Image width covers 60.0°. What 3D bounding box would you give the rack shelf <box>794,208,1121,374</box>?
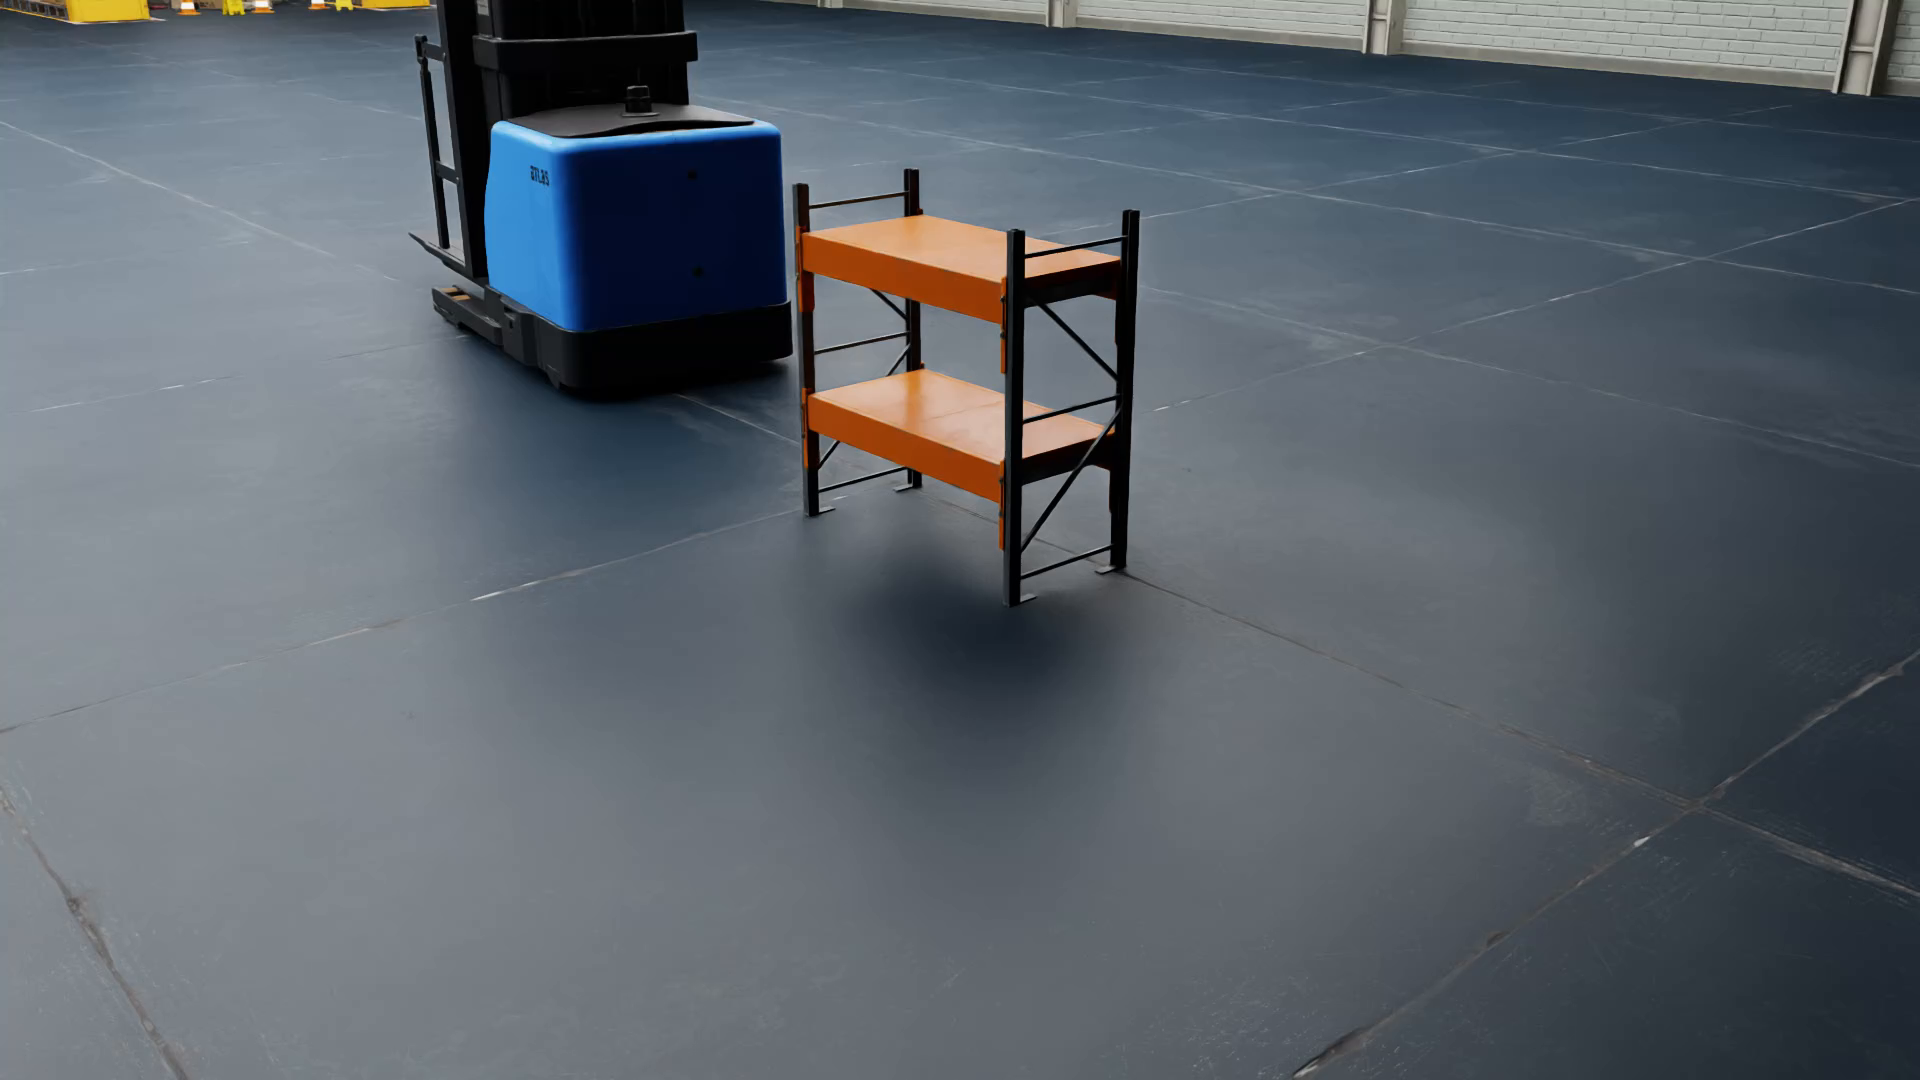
[{"bbox_3d":[-0.004,-0.798,5.177,0.538,0.278,1.000,-17,27,-37],"label":"rack shelf"}]

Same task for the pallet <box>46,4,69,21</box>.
[{"bbox_3d":[-14.507,-8.819,27.712,1.003,0.211,1.213,-17,27,-37],"label":"pallet"}]

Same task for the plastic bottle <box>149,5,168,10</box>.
[{"bbox_3d":[-14.284,-9.494,29.639,0.133,0.061,0.283,12,24,27],"label":"plastic bottle"}]

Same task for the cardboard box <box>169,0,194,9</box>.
[{"bbox_3d":[-14.020,-9.711,29.914,0.396,0.266,0.258,-12,25,-28],"label":"cardboard box"}]

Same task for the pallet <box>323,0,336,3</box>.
[{"bbox_3d":[-11.587,-10.414,31.784,1.003,0.211,1.213,-17,27,-37],"label":"pallet"}]

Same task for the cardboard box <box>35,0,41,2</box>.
[{"bbox_3d":[-15.588,-9.788,28.700,0.875,0.875,0.875,-17,27,-37],"label":"cardboard box"}]

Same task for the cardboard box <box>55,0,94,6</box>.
[{"bbox_3d":[-14.419,-9.293,27.436,0.875,0.875,0.875,-17,27,-37],"label":"cardboard box"}]

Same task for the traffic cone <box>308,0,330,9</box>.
[{"bbox_3d":[-11.500,-9.752,29.749,0.336,0.463,0.334,-17,27,-37],"label":"traffic cone"}]

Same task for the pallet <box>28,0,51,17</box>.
[{"bbox_3d":[-15.300,-9.156,28.572,1.003,0.211,1.213,-17,27,-37],"label":"pallet"}]

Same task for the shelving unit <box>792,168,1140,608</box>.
[{"bbox_3d":[-0.004,-0.526,5.284,0.538,1.125,1.048,-17,27,-37],"label":"shelving unit"}]

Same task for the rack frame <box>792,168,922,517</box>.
[{"bbox_3d":[-0.336,-0.666,5.642,0.500,1.125,0.032,-17,27,-37],"label":"rack frame"}]

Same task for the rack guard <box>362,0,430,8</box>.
[{"bbox_3d":[-10.292,-9.979,30.276,1.175,0.500,0.348,-17,27,-37],"label":"rack guard"}]

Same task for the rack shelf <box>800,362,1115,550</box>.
[{"bbox_3d":[-0.004,-0.298,5.373,0.538,0.278,1.000,-17,27,-37],"label":"rack shelf"}]

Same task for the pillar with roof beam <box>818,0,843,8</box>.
[{"bbox_3d":[-5.601,-12.822,25.882,9.100,9.000,0.400,-17,27,-37],"label":"pillar with roof beam"}]

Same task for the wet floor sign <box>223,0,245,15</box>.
[{"bbox_3d":[-12.407,-9.283,28.299,0.232,0.644,0.267,17,27,36],"label":"wet floor sign"}]

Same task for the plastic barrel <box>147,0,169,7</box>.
[{"bbox_3d":[-14.635,-9.873,30.110,0.512,0.421,0.421,0,21,-1],"label":"plastic barrel"}]

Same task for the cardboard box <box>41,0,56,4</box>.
[{"bbox_3d":[-14.995,-9.536,28.055,0.875,0.875,0.875,-18,28,-38],"label":"cardboard box"}]

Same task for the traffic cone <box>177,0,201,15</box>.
[{"bbox_3d":[-13.197,-9.219,28.387,0.336,0.463,0.334,-17,27,-37],"label":"traffic cone"}]

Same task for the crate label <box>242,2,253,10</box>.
[{"bbox_3d":[-12.679,-9.445,29.410,0.298,0.136,0.250,7,23,18],"label":"crate label"}]

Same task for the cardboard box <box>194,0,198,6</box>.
[{"bbox_3d":[-13.923,-10.162,30.552,0.797,0.637,0.503,-17,27,-37],"label":"cardboard box"}]

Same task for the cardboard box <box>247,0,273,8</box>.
[{"bbox_3d":[-12.628,-9.675,29.983,0.380,0.149,0.250,-4,22,-10],"label":"cardboard box"}]

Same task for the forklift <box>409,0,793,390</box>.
[{"bbox_3d":[-1.965,-2.478,7.792,1.130,2.935,3.031,-13,25,-30],"label":"forklift"}]

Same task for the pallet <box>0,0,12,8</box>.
[{"bbox_3d":[-17.098,-9.917,30.515,1.003,0.211,1.213,-17,27,-37],"label":"pallet"}]

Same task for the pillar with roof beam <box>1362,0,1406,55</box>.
[{"bbox_3d":[2.232,-9.507,17.417,9.100,9.000,0.400,-17,27,-37],"label":"pillar with roof beam"}]

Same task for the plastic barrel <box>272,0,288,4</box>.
[{"bbox_3d":[-12.737,-10.132,30.773,0.512,0.421,0.421,0,21,-1],"label":"plastic barrel"}]

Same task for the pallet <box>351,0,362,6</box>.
[{"bbox_3d":[-10.795,-10.077,30.923,1.003,0.211,1.213,-17,27,-37],"label":"pallet"}]

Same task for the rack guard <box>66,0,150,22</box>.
[{"bbox_3d":[-13.911,-8.745,27.126,1.175,0.500,0.348,-17,27,-37],"label":"rack guard"}]

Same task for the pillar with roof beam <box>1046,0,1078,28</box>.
[{"bbox_3d":[-1.684,-11.165,21.650,9.100,9.000,0.400,-17,27,-37],"label":"pillar with roof beam"}]

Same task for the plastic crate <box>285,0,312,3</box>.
[{"bbox_3d":[-12.450,-10.238,31.515,0.583,0.080,0.402,12,24,27],"label":"plastic crate"}]

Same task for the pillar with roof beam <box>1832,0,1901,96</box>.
[{"bbox_3d":[6.149,-7.849,13.185,9.100,9.000,0.400,-17,27,-37],"label":"pillar with roof beam"}]

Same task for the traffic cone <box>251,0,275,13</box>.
[{"bbox_3d":[-12.119,-9.394,28.834,0.336,0.463,0.334,-17,27,-37],"label":"traffic cone"}]

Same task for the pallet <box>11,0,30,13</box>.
[{"bbox_3d":[-16.100,-9.493,29.433,1.003,0.211,1.213,-17,27,-37],"label":"pallet"}]

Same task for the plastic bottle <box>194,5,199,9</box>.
[{"bbox_3d":[-13.713,-9.497,29.648,0.283,0.061,0.133,12,24,27],"label":"plastic bottle"}]

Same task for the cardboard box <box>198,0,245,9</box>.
[{"bbox_3d":[-13.307,-9.842,29.922,0.637,0.503,0.797,3,22,9],"label":"cardboard box"}]

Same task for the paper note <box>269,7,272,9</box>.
[{"bbox_3d":[-12.367,-9.527,29.765,0.142,0.019,0.148,12,24,27],"label":"paper note"}]

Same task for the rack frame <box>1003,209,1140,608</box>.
[{"bbox_3d":[0.327,-0.385,4.925,0.500,1.125,0.032,-17,27,-37],"label":"rack frame"}]

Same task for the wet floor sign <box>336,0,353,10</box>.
[{"bbox_3d":[-10.929,-9.718,29.412,0.267,0.644,0.232,-8,23,-19],"label":"wet floor sign"}]
